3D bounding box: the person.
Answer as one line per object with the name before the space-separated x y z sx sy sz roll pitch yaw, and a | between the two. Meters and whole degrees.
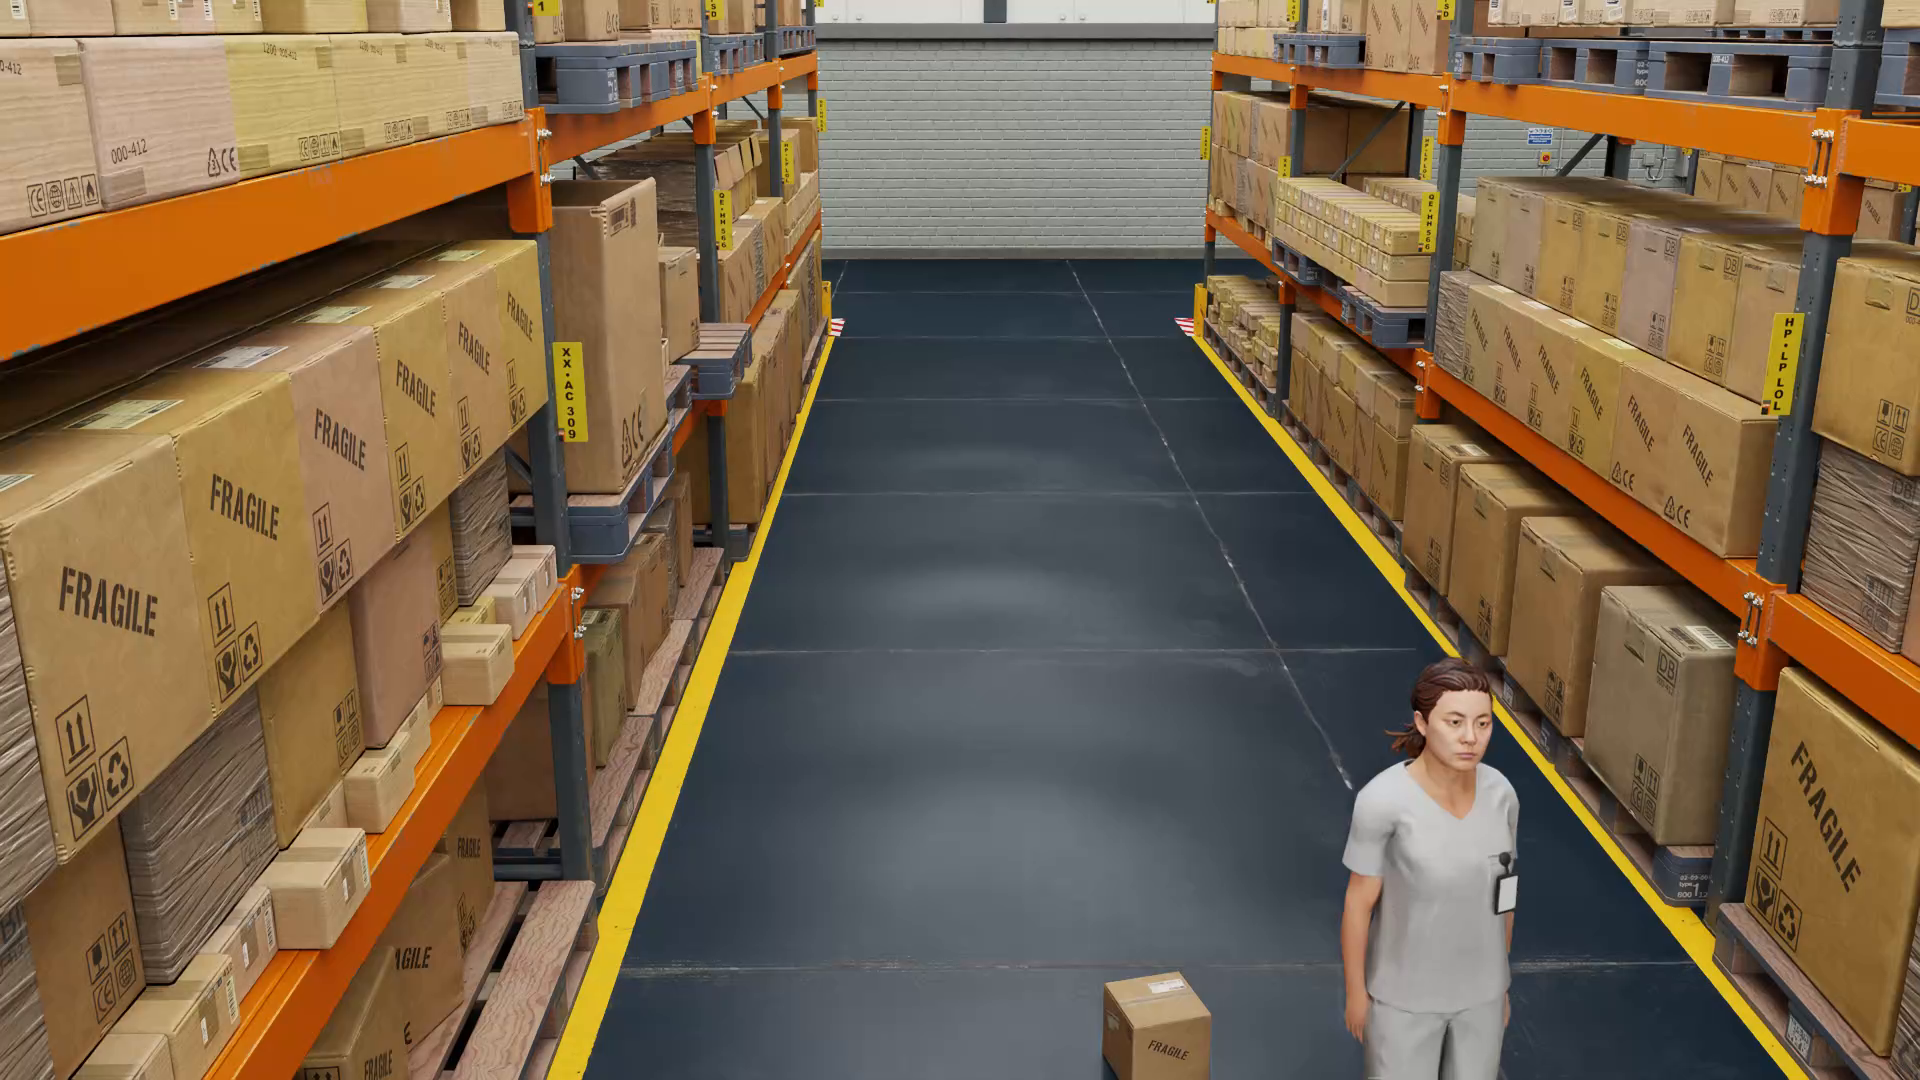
person | 1.115 1.075 4.027 0.444 1.649 0.589 -4 18 -14
